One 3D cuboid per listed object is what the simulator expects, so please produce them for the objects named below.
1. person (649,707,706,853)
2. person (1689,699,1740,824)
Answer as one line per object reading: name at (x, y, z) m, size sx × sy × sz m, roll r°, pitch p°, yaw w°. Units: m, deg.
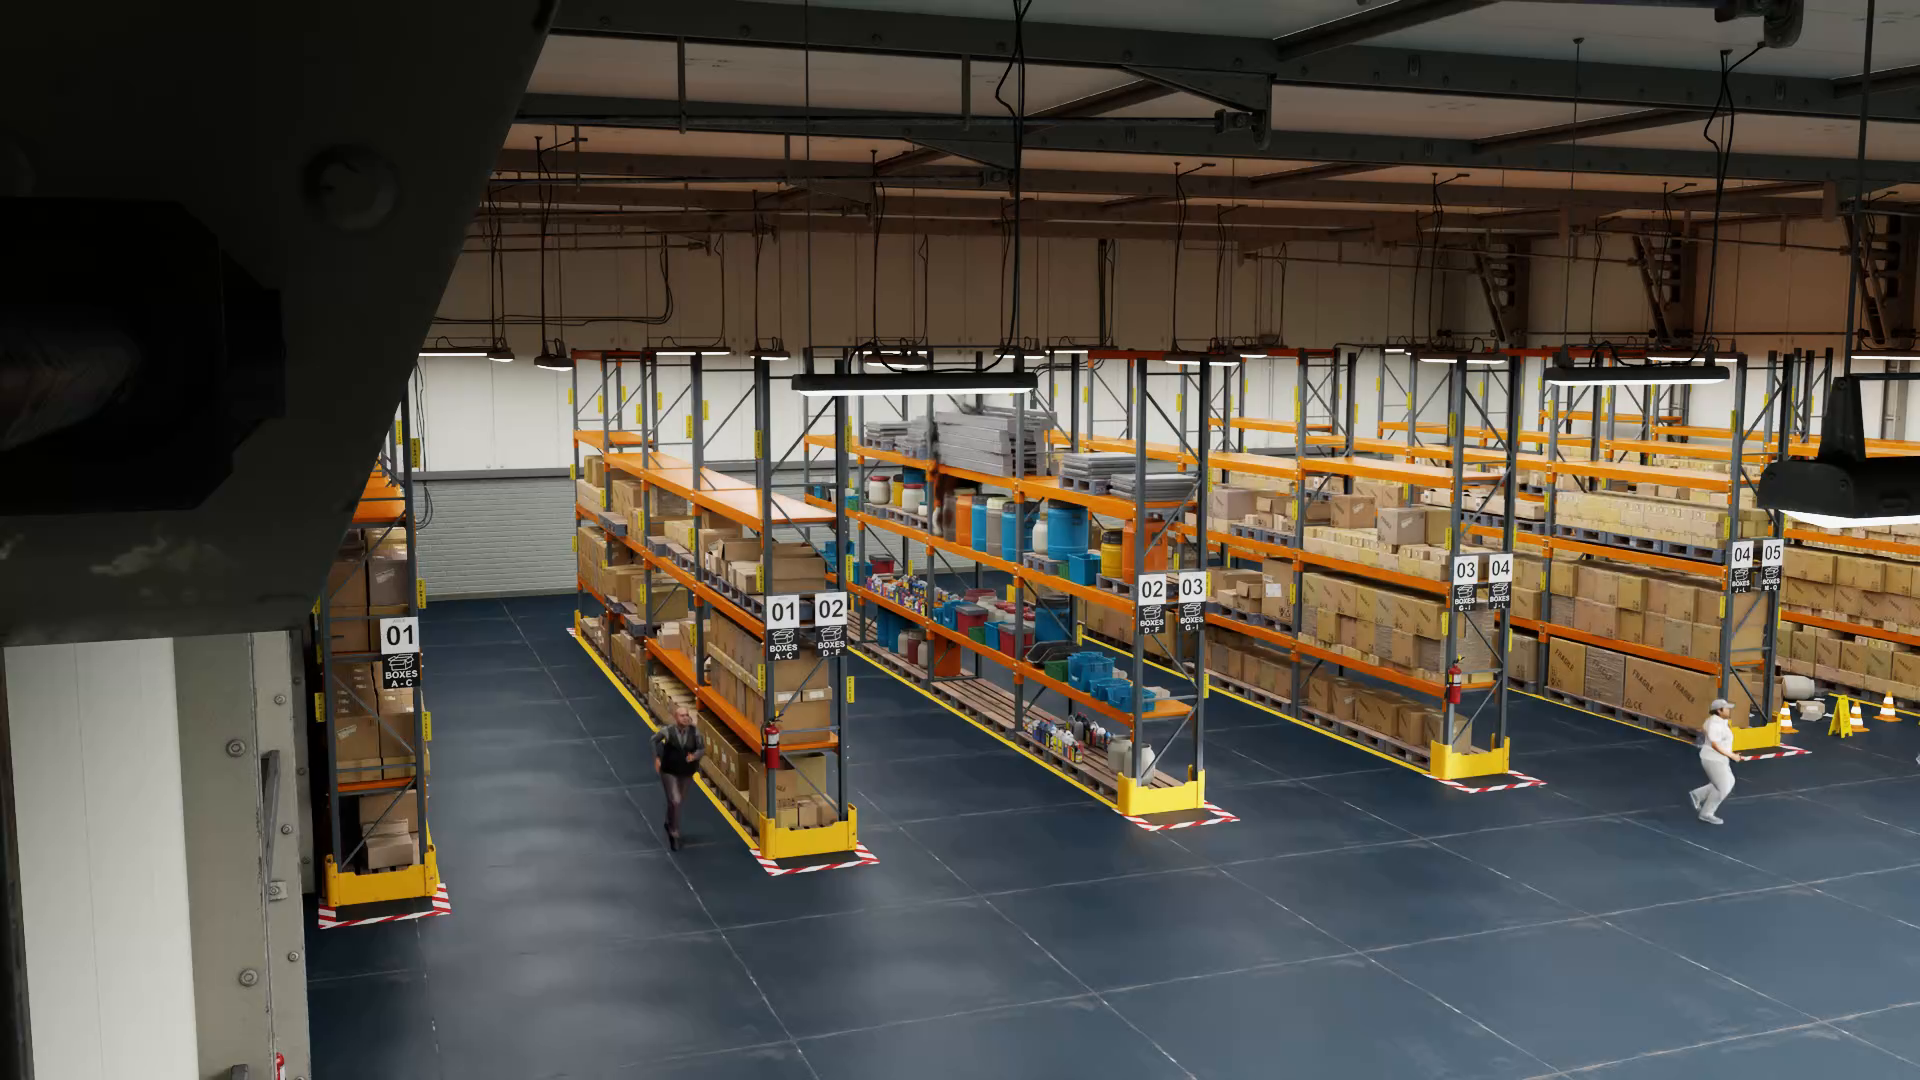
person at (-3.493, 2.926, 20.666) m, size 0.623 × 1.761 × 0.819 m, roll -4°, pitch 8°, yaw -28°
person at (9.813, 2.855, 21.602) m, size 0.571 × 1.626 × 0.640 m, roll 3°, pitch 8°, yaw 22°
